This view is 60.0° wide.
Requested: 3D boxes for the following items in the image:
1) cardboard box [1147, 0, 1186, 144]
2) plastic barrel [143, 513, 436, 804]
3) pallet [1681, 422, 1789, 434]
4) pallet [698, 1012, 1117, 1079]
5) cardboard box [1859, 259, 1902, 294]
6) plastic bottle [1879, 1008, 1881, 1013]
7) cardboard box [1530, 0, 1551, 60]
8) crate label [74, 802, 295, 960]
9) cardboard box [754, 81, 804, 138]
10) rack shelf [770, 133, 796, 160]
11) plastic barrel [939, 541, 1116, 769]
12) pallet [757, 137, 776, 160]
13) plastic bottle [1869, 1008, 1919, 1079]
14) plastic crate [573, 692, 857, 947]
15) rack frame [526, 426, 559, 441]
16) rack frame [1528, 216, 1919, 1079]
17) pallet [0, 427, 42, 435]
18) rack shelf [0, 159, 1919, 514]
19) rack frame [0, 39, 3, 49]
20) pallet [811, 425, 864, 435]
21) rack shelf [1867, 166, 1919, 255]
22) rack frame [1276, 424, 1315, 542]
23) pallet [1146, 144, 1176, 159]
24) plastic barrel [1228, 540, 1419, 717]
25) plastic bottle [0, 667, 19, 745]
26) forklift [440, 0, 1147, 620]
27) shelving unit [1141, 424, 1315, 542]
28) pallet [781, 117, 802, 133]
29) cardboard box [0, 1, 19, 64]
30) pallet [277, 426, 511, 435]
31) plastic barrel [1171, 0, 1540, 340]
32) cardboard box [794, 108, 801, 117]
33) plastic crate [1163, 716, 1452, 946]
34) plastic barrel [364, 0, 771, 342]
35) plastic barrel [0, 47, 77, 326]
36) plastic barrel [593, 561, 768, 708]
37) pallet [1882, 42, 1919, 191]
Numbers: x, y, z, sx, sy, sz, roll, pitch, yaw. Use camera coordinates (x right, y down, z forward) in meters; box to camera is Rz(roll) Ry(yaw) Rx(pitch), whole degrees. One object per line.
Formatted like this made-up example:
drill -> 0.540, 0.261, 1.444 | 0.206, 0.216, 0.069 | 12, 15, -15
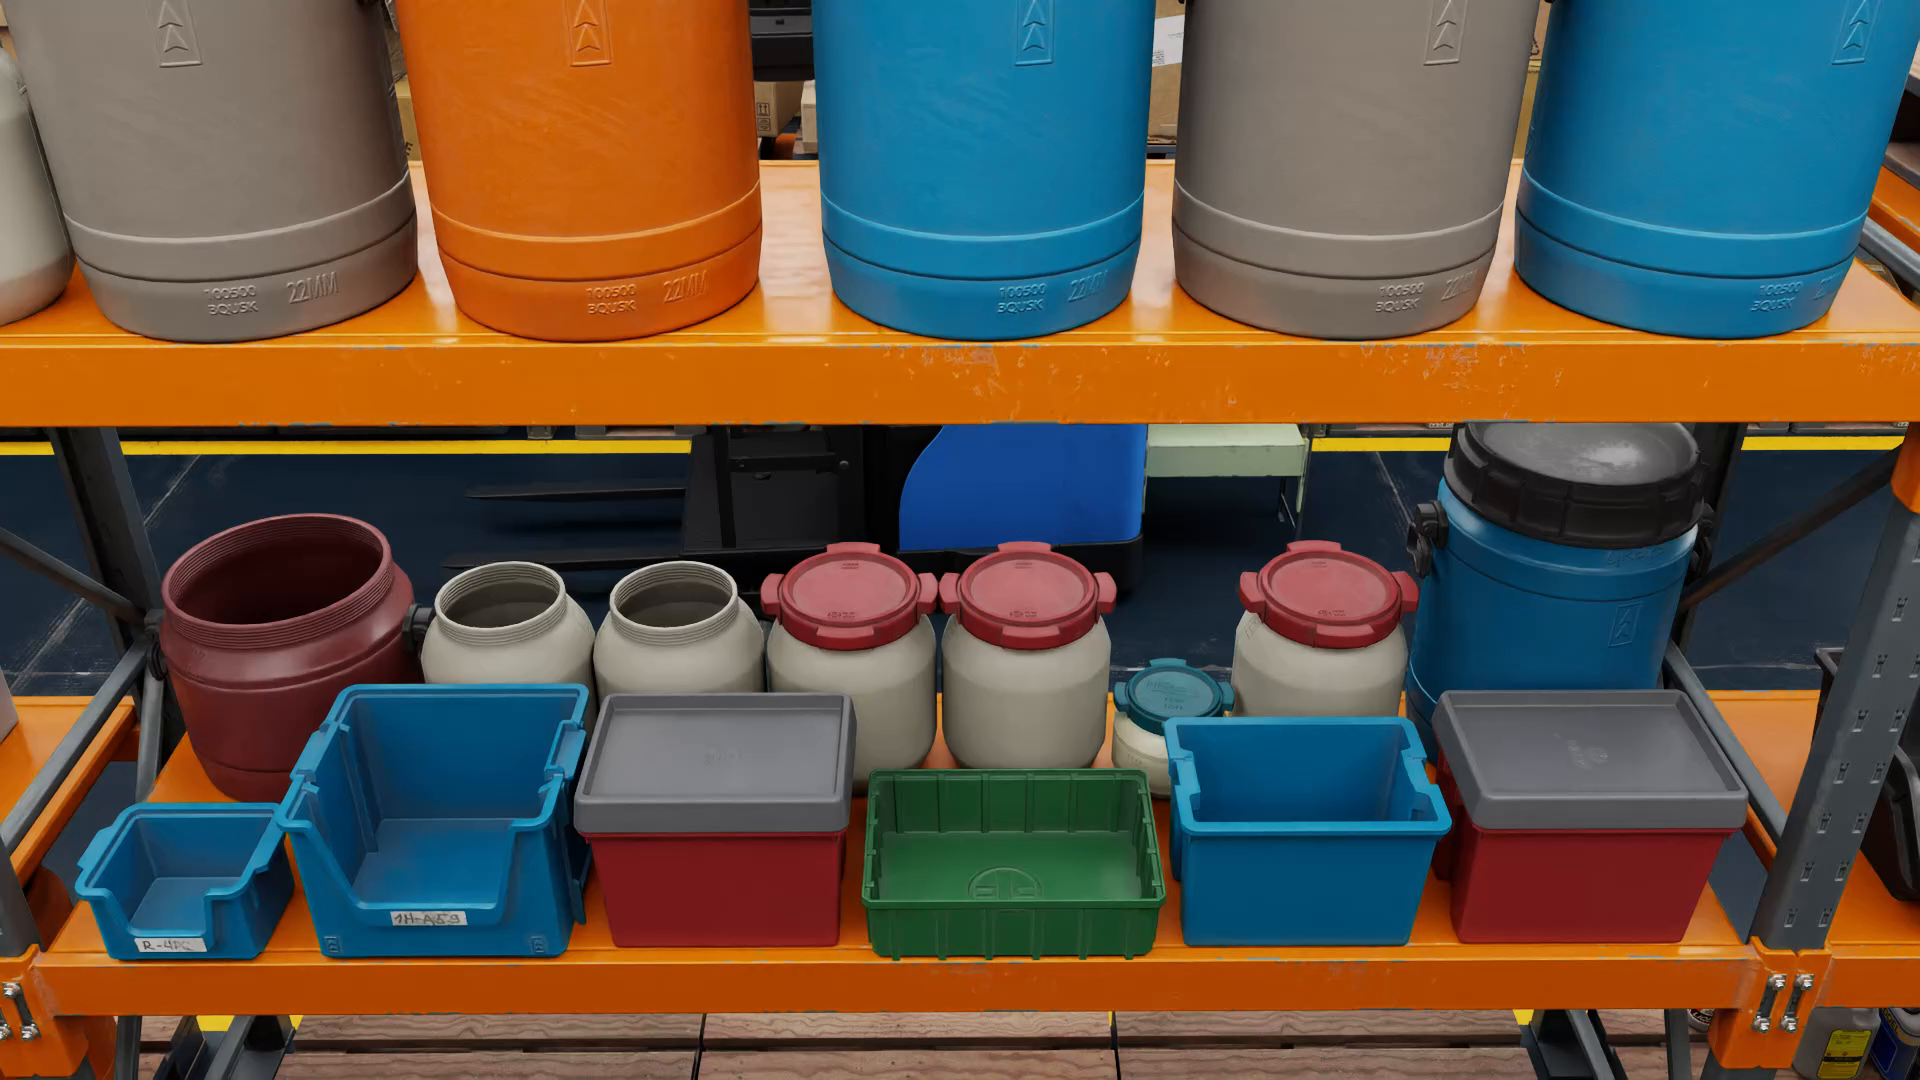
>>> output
cardboard box -> 1.031, -2.574, 8.117 | 1.000, 1.000, 1.000 | 0, 31, 0
plastic barrel -> -1.682, 0.297, 4.237 | 0.708, 0.536, 0.600 | 0, 31, 0
pallet -> 3.720, -0.901, 9.032 | 1.213, 0.211, 1.003 | 0, 31, 0
pallet -> -0.152, 1.721, 4.709 | 1.213, 0.211, 1.003 | 0, 31, 0
cardboard box -> 4.604, -1.178, 8.805 | 0.500, 0.500, 0.500 | 8, 32, 13
plastic bottle -> 2.690, 1.294, 4.856 | 0.185, 0.351, 0.144 | -2, 31, -3
cardboard box -> 2.777, -2.537, 7.693 | 0.500, 0.500, 0.500 | 0, 31, 0
crate label -> -1.721, 0.779, 3.736 | 0.416, 0.233, 0.303 | 0, 31, 0
cardboard box -> -1.077, -2.354, 8.236 | 0.500, 0.500, 0.700 | 4, 32, 7
rack shelf -> -0.174, -1.754, 8.443 | 4.000, 0.370, 1.077 | 0, 31, 0
plastic barrel -> 0.164, 0.335, 4.175 | 0.433, 0.535, 0.433 | 0, 31, 0
pallet -> -1.462, -2.031, 8.390 | 1.003, 0.211, 1.213 | 0, 31, 0
plastic bottle -> 2.716, 1.402, 4.748 | 0.135, 0.276, 0.152 | 0, 31, 0
plastic crate -> -0.526, 0.640, 3.741 | 0.583, 0.464, 0.402 | 0, 31, 0
rack frame -> -2.174, -2.055, 8.246 | 0.127, 3.000, 1.000 | 0, 31, 0
rack frame -> 1.856, 0.501, 4.032 | 0.127, 3.000, 1.000 | 0, 31, 0
pallet -> -5.403, -0.892, 9.017 | 1.213, 0.211, 1.003 | 0, 31, 0
rack shelf -> -0.144, -0.467, 3.430 | 4.000, 0.370, 1.077 | 0, 31, 0
rack frame -> -2.144, -2.051, 2.455 | 0.127, 3.000, 1.000 | 0, 31, 0
pallet -> -0.176, -0.867, 8.976 | 1.213, 0.211, 1.003 | 0, 31, 0
rack shelf -> 3.856, -0.480, 3.451 | 4.000, 0.370, 1.077 | 0, 31, 0
rack frame -> 1.536, -0.668, 7.404 | 0.023, 1.500, 0.400 | -1, 31, -2
pallet -> 1.061, -2.059, 8.436 | 1.213, 0.211, 1.003 | 0, 31, 0
plastic barrel -> 0.898, 0.333, 4.179 | 0.433, 0.535, 0.433 | 0, 31, 0
plastic bottle -> -2.579, 0.401, 4.318 | 0.135, 0.276, 0.152 | 0, 31, 0
forklift -> -0.749, -1.186, 6.879 | 3.031, 2.935, 1.130 | -2, 31, -4
shelving unit -> 1.170, -0.664, 7.394 | 0.755, 1.500, 0.431 | -1, 31, -2
pallet -> -1.314, -3.400, 13.150 | 1.213, 0.211, 1.003 | 0, 31, 0
cardboard box -> -4.227, -2.527, 7.959 | 0.637, 0.503, 0.797 | 1, 31, 1
pallet -> -2.963, -0.900, 9.029 | 1.213, 0.211, 1.003 | 0, 31, 0
plastic barrel -> 0.695, -0.879, 2.932 | 0.600, 0.901, 0.600 | 0, 31, 0
cardboard box -> -1.493, -3.801, 12.887 | 0.750, 0.750, 1.050 | -1, 31, -1
plastic crate -> 0.755, 0.673, 3.764 | 0.575, 0.384, 0.392 | 0, 31, 0
plastic barrel -> -0.668, -0.844, 2.944 | 0.708, 0.830, 0.600 | 0, 31, 0
plastic barrel -> -1.832, -0.658, 2.944 | 0.421, 0.512, 0.421 | 0, 31, 0
plastic barrel -> -0.695, 0.351, 4.172 | 0.421, 0.512, 0.421 | 0, 31, 0
pallet -> 2.577, -0.753, 3.390 | 1.003, 0.211, 1.213 | 0, 31, 0
